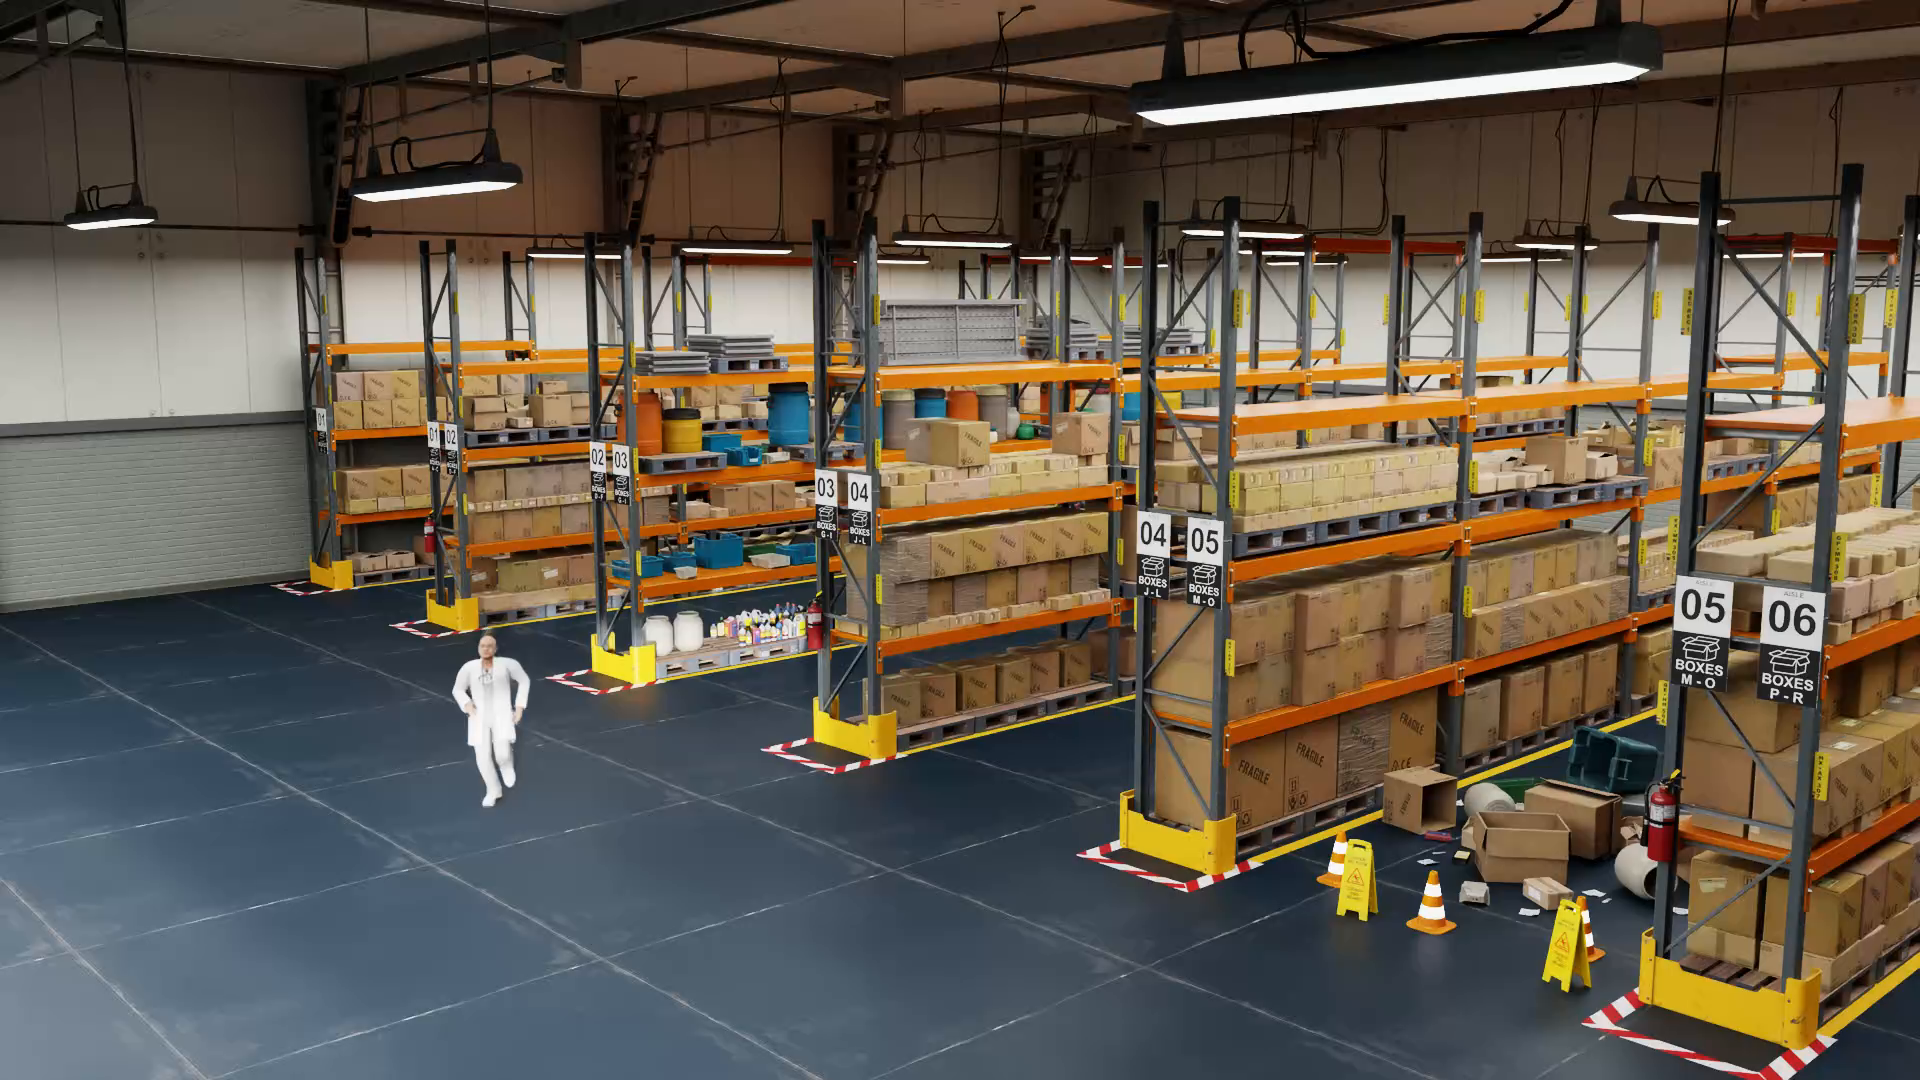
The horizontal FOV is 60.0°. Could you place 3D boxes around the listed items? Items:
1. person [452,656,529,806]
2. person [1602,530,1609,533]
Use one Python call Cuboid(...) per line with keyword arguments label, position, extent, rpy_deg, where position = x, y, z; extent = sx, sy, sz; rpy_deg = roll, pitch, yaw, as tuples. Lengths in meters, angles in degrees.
Cuboid(label="person", position=(-4.788, 1.933, 17.009), extent=(0.754, 1.537, 0.593), rpy_deg=(-1, 8, -8))
Cuboid(label="person", position=(9.536, 0.707, 24.608), extent=(0.686, 1.729, 0.756), rpy_deg=(-7, 11, -38))
